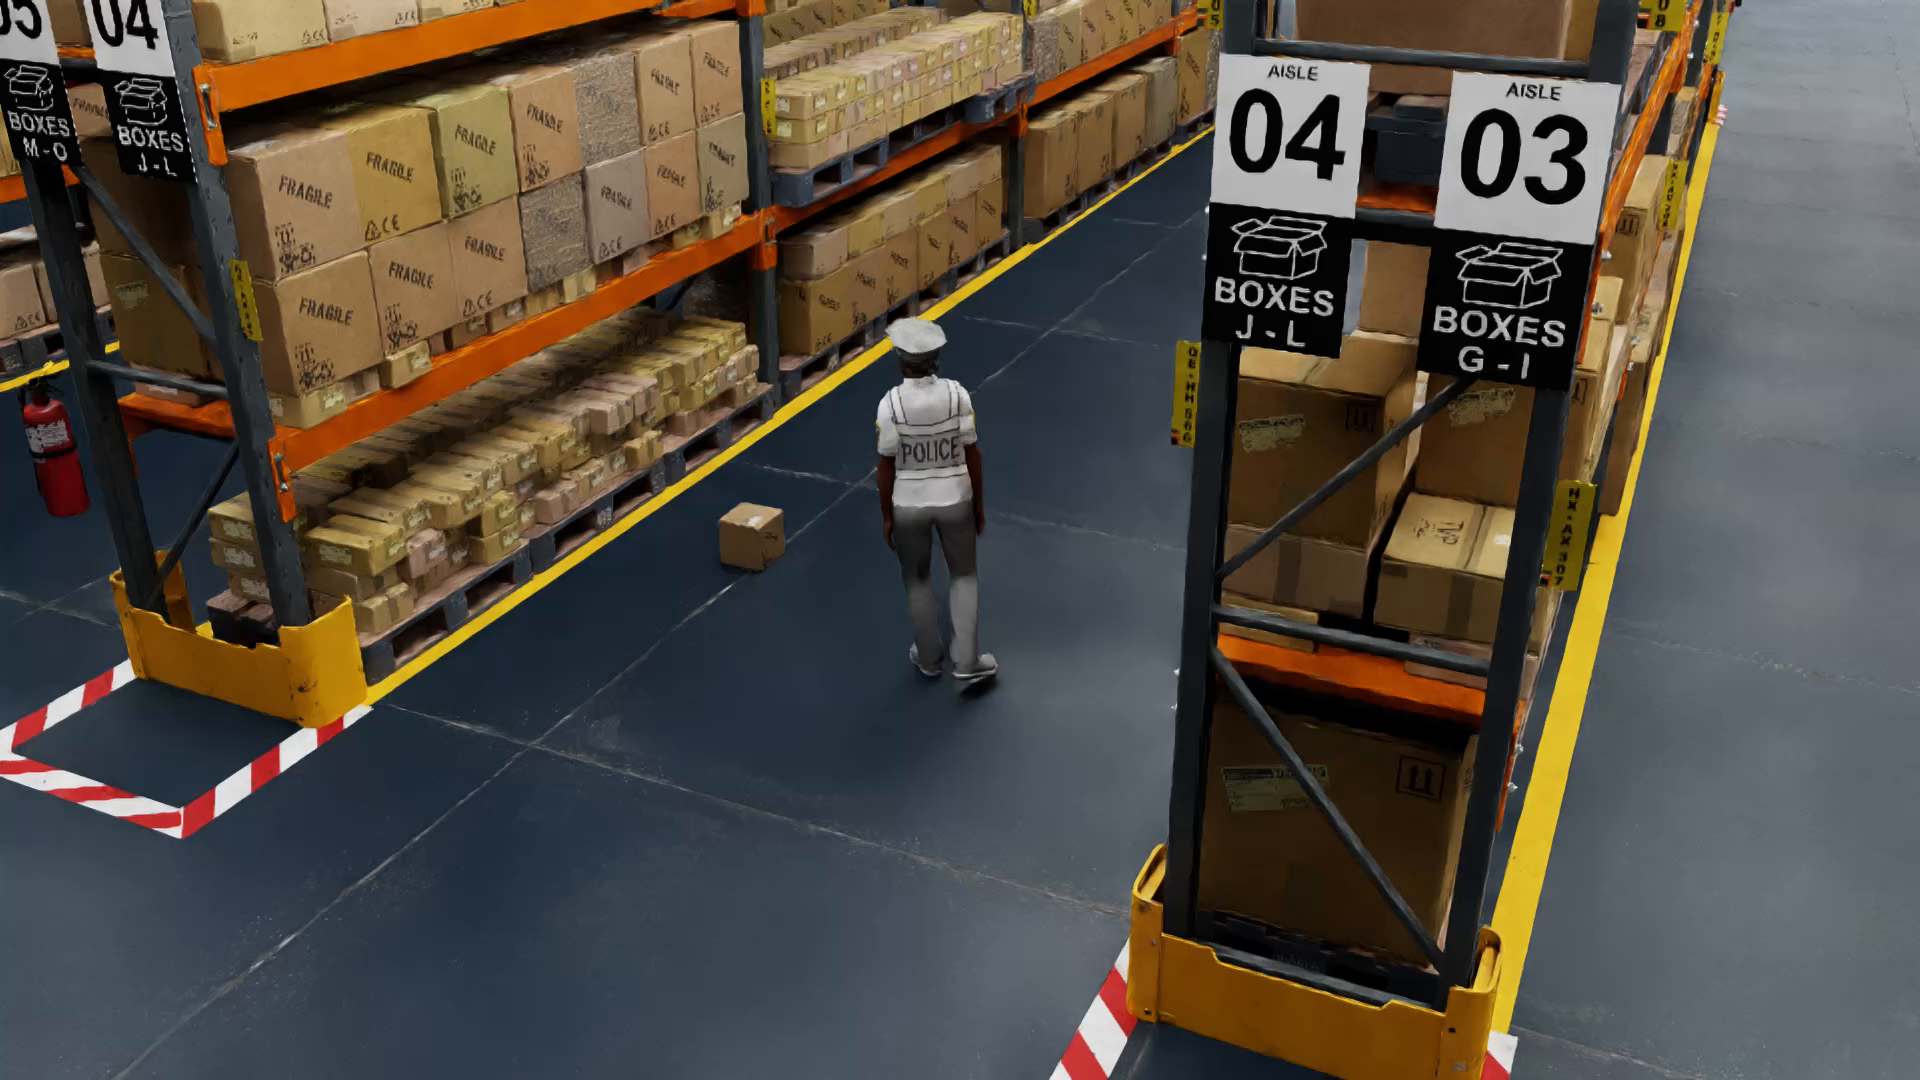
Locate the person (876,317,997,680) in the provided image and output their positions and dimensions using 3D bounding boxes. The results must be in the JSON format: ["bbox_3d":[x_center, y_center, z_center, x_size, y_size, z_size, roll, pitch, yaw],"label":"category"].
[{"bbox_3d":[-0.102,-0.128,7.360,0.519,1.666,0.515,-4,27,-9],"label":"person"}]
